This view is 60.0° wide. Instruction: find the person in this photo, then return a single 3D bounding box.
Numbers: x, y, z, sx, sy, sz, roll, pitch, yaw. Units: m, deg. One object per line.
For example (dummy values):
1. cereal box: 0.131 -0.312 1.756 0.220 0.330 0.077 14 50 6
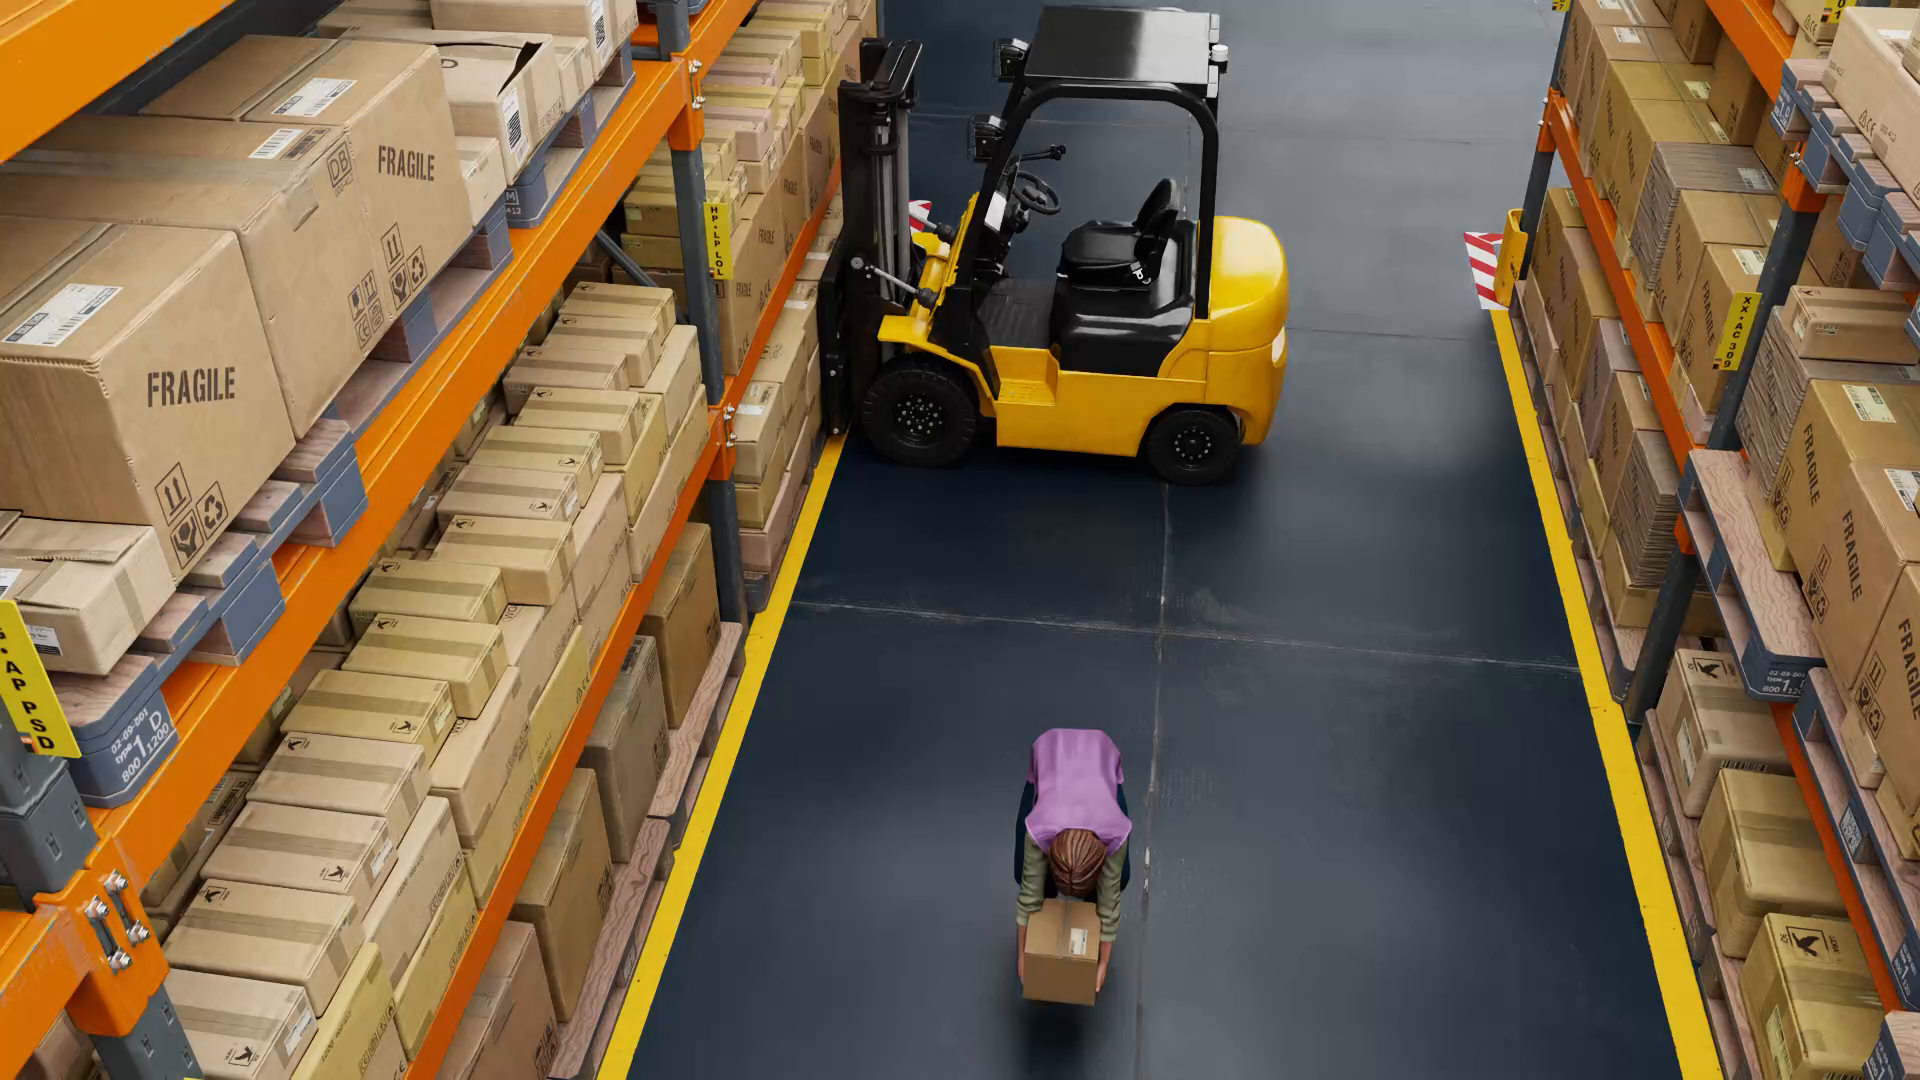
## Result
1. person: 0.402 1.184 5.968 0.420 0.984 0.861 3 37 4
